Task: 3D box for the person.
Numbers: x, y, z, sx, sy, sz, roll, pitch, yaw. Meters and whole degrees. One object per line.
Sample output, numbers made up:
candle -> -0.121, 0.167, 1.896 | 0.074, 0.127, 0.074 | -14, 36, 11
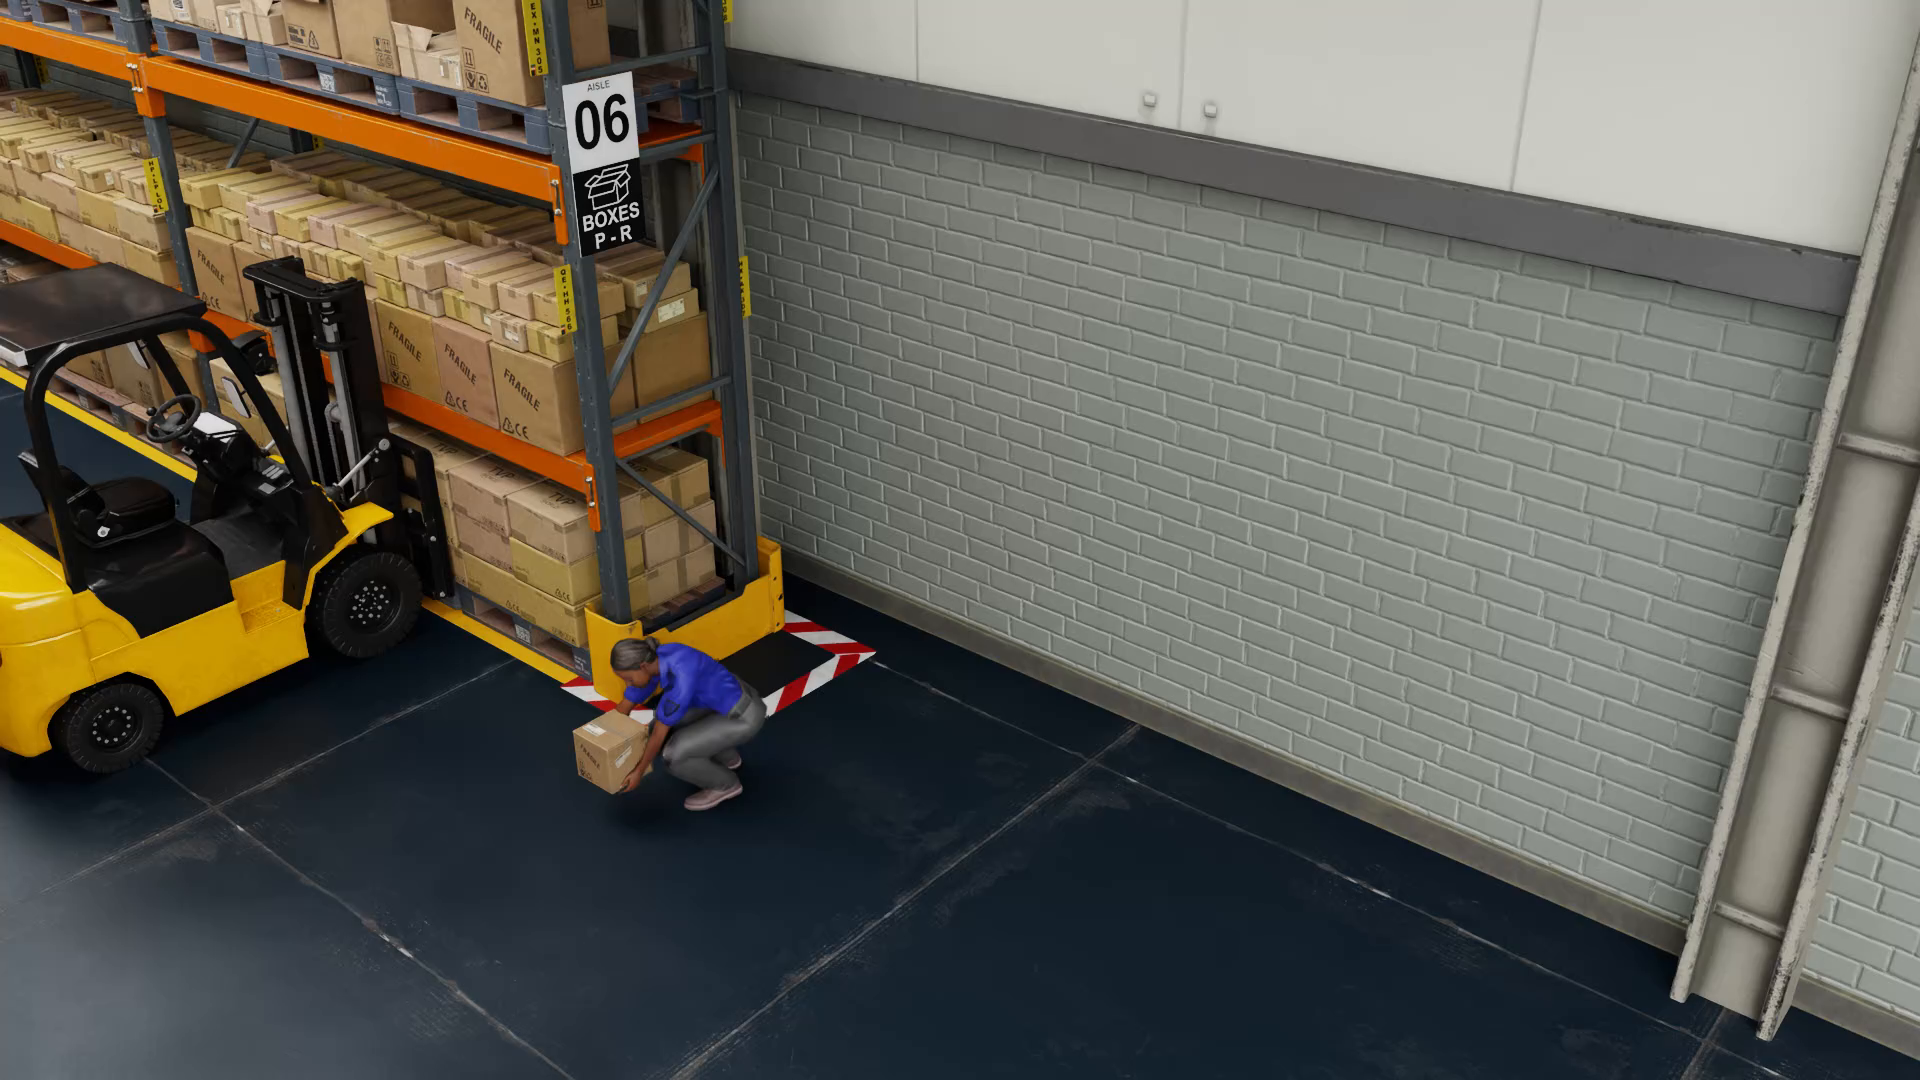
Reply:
person -> -1.346, 0.818, 7.844 | 0.879, 0.946, 0.454 | -12, 30, -21
